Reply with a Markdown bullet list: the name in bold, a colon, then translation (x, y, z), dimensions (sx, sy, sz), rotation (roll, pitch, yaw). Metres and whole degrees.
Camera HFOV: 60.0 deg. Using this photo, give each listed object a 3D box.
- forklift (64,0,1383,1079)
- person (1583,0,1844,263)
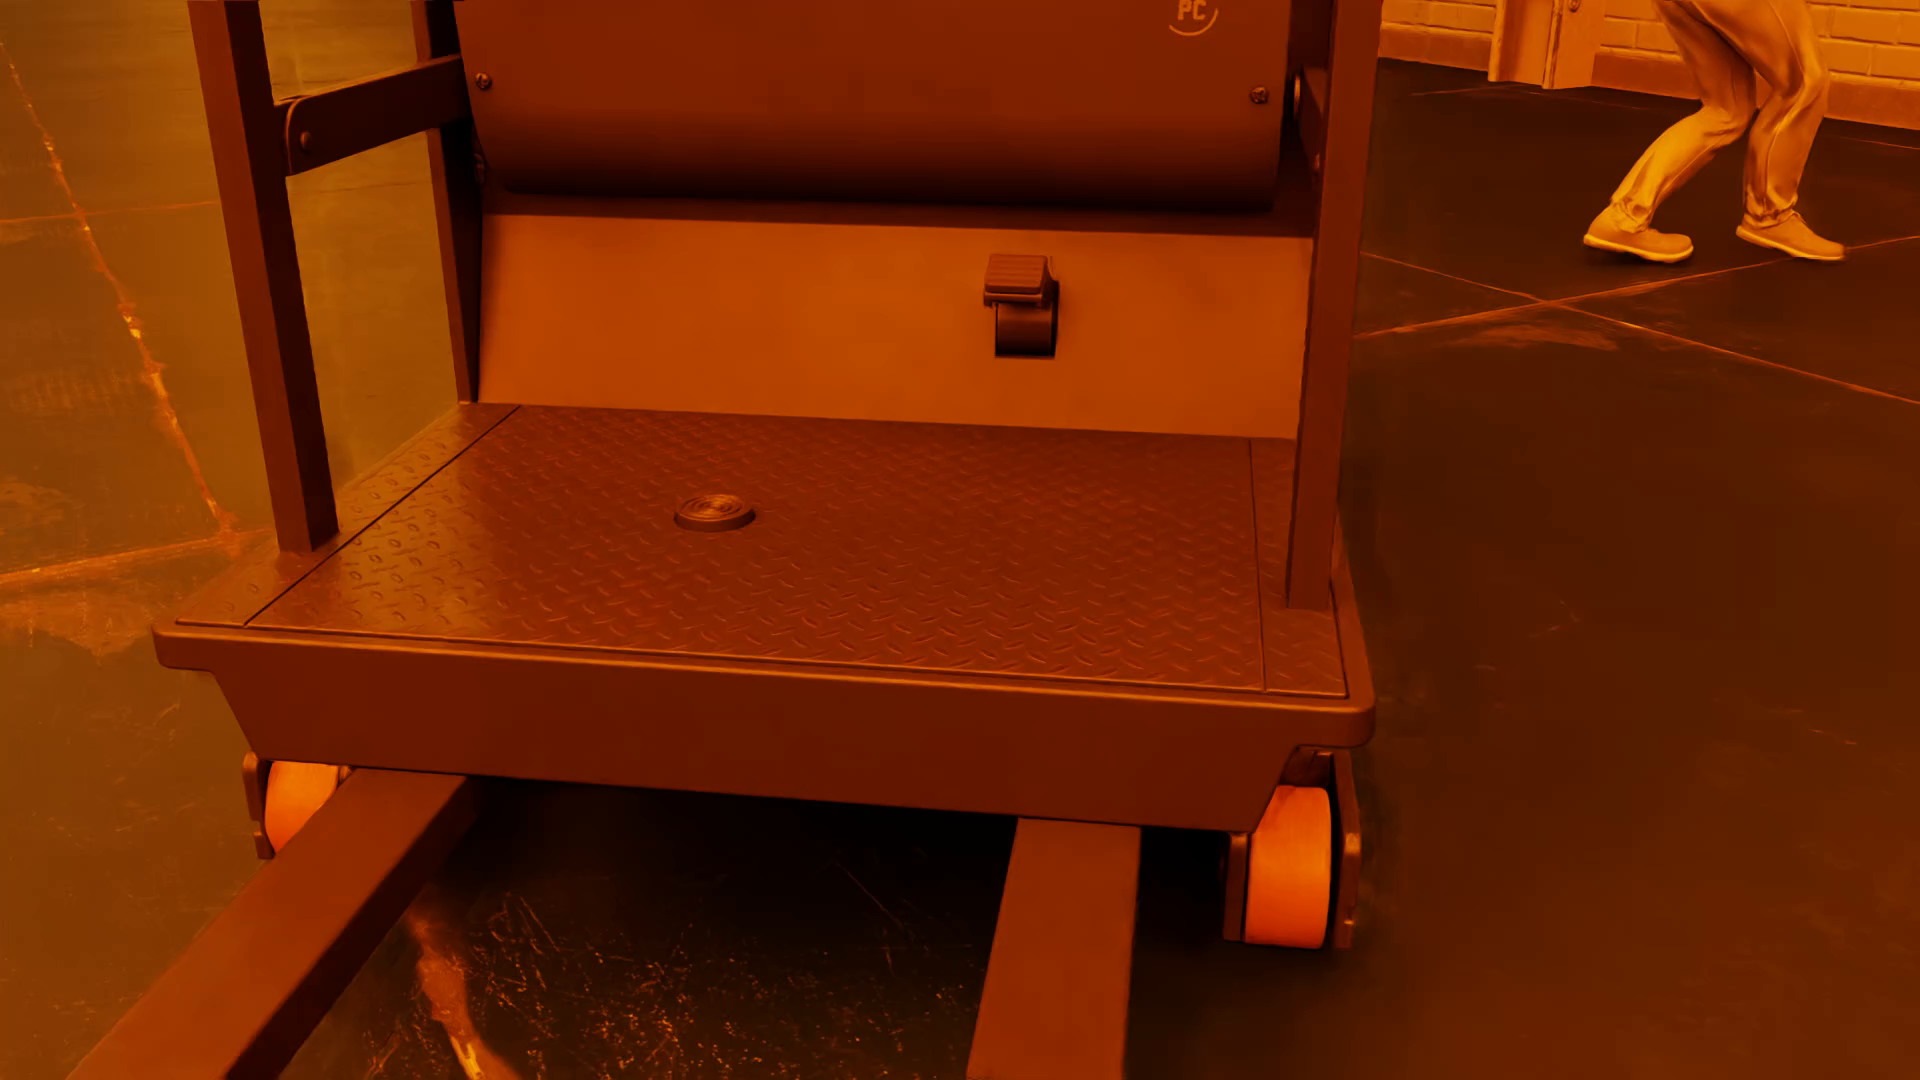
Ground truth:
- **forklift**: translation (-0.131, -1.093, 1.438), dimensions (1.130, 2.935, 3.031), rotation (3, 23, 7)
- **person**: translation (2.045, -1.419, 4.095), dimensions (0.753, 1.553, 0.722), rotation (2, 22, 6)
